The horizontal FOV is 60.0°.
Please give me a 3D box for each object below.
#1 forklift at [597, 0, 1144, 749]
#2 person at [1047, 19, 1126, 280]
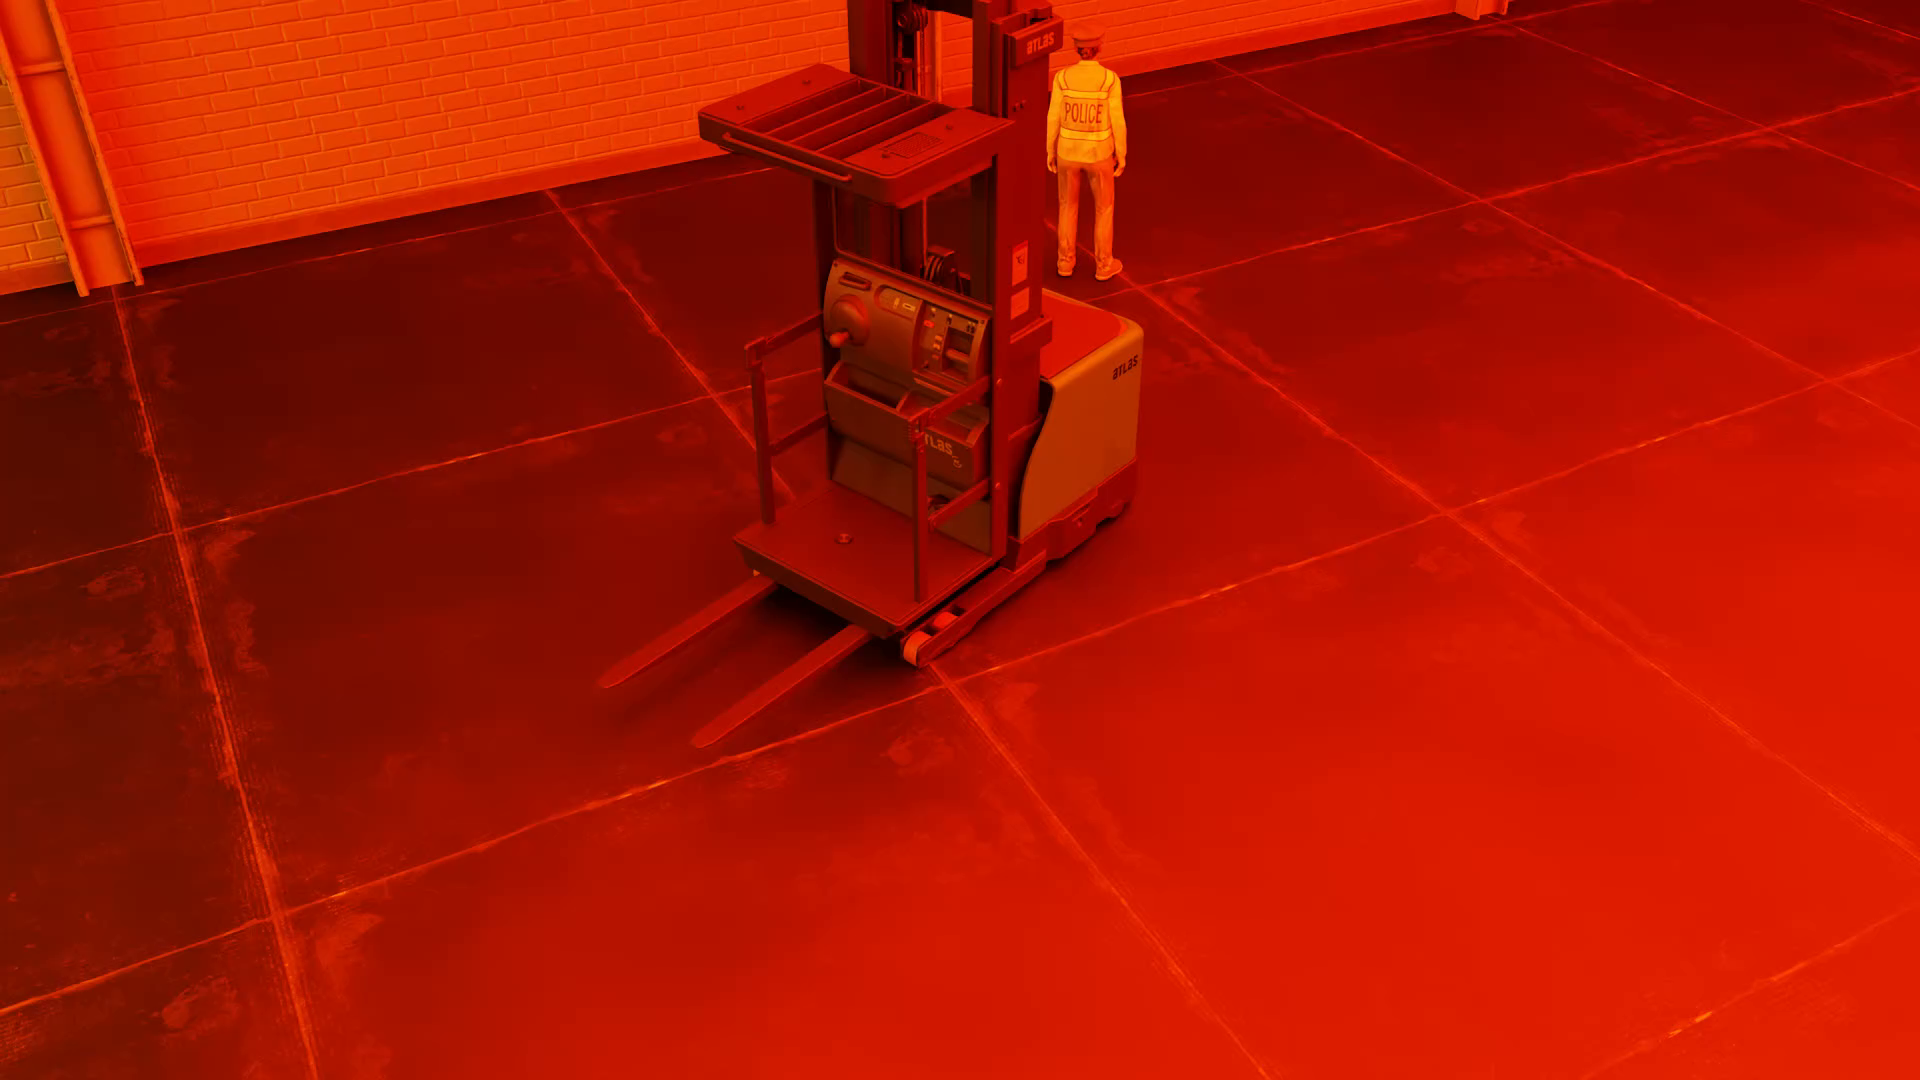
[{"bbox_3d":[-0.390,-0.927,7.434,1.130,2.935,3.031,26,43,31],"label":"forklift"},{"bbox_3d":[0.811,-2.484,10.738,0.540,1.662,0.374,8,36,10],"label":"person"}]
